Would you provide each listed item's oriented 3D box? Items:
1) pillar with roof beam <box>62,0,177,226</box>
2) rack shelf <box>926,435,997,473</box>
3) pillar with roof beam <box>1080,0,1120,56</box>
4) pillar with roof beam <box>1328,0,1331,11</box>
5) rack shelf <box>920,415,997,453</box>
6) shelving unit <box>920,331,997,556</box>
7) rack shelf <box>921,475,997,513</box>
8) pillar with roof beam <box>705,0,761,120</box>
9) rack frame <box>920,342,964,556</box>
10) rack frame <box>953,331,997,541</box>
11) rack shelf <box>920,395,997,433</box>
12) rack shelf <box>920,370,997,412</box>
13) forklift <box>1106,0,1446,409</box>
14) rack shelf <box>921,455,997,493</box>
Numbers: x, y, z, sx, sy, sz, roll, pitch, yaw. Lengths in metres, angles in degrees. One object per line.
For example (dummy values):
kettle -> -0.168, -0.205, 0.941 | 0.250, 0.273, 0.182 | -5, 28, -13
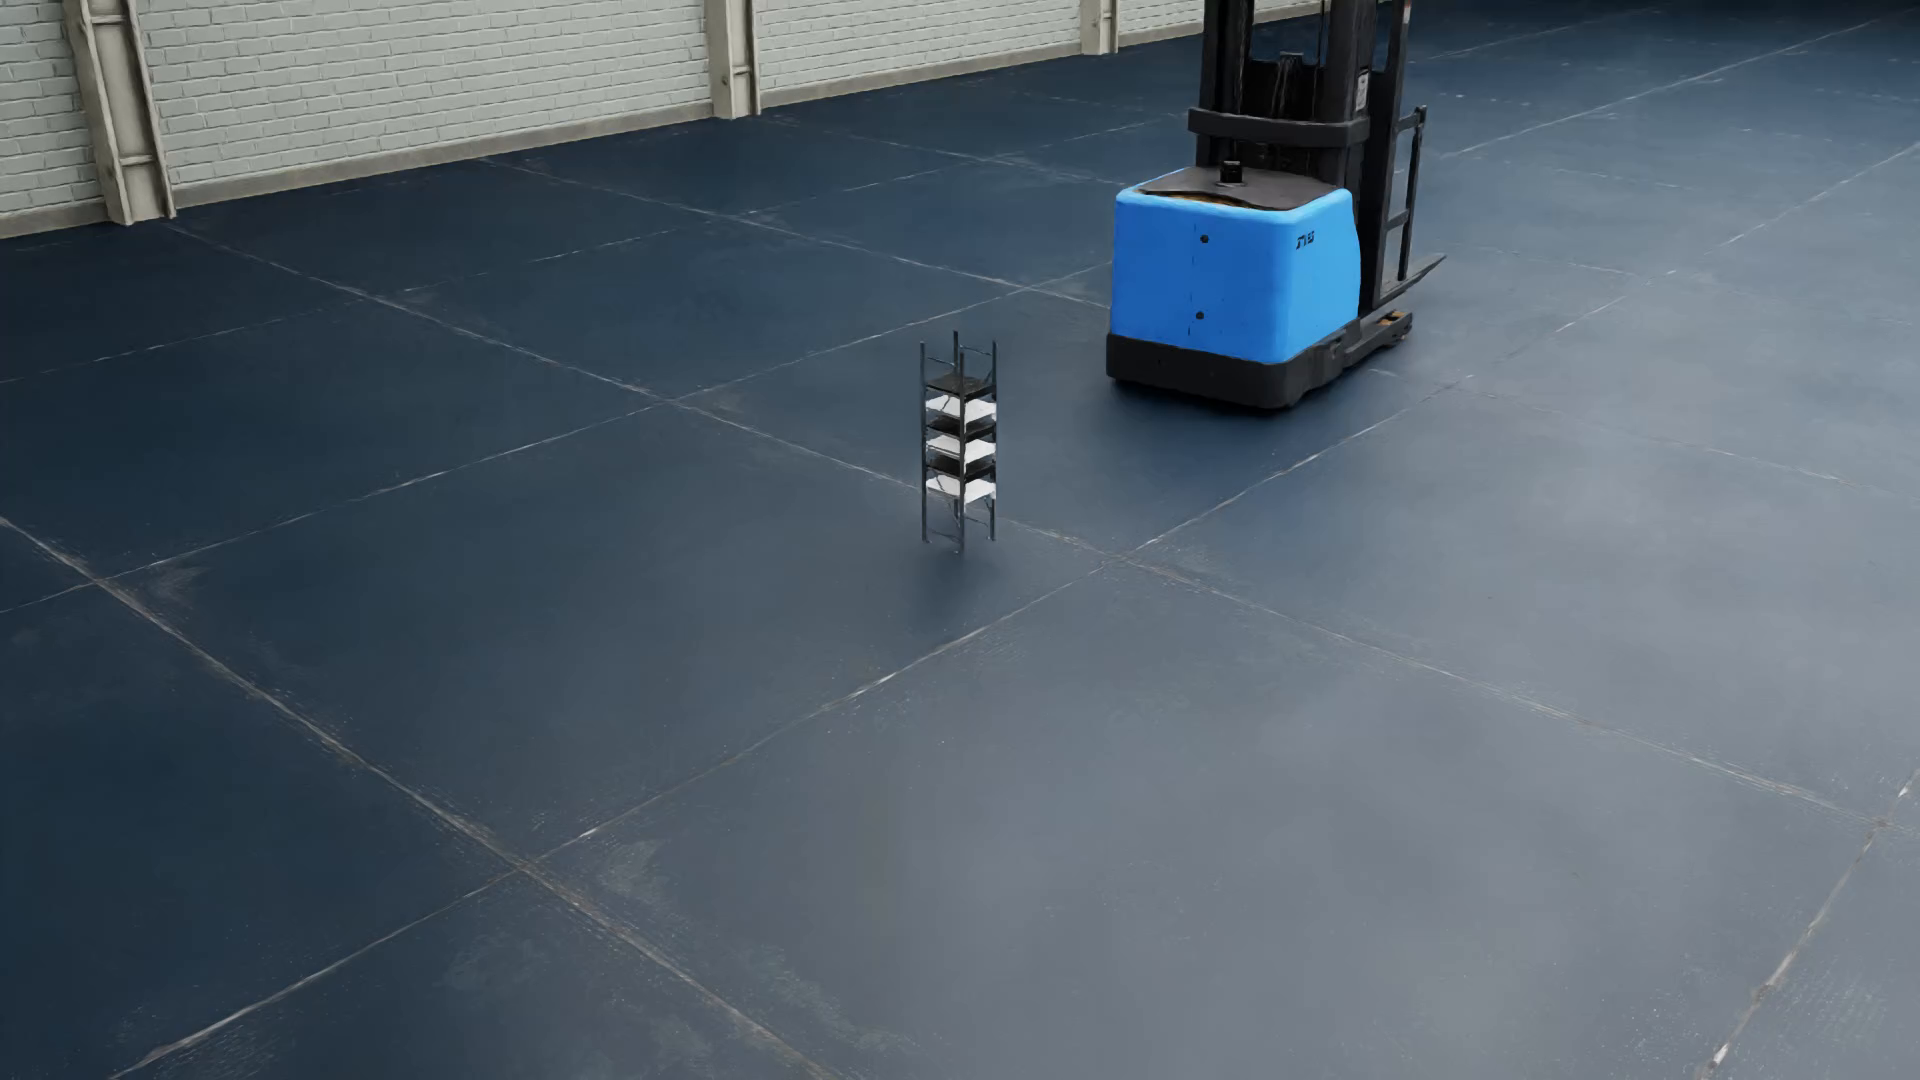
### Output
pillar with roof beam -> -3.058, -5.396, 8.285 | 9.100, 9.000, 0.400 | 20, 31, 38
rack shelf -> -0.005, -0.378, 7.074 | 0.258, 0.077, 0.200 | 20, 31, 38
pillar with roof beam -> 4.951, -9.052, 16.439 | 9.100, 9.000, 0.400 | 20, 31, 38
pillar with roof beam -> 8.955, -10.880, 20.517 | 9.100, 9.000, 0.400 | 20, 31, 38
rack shelf -> -0.005, -0.460, 7.037 | 0.258, 0.077, 0.200 | 20, 31, 38
shelving unit -> -0.005, -0.408, 7.060 | 0.258, 0.900, 0.210 | 20, 31, 38
rack shelf -> -0.005, -0.213, 7.148 | 0.258, 0.077, 0.200 | 20, 31, 38
pillar with roof beam -> 0.946, -7.224, 12.362 | 9.100, 9.000, 0.400 | 20, 31, 38
rack frame -> -0.073, -0.377, 6.991 | 0.240, 0.900, 0.006 | 20, 31, 38
rack frame -> 0.062, -0.439, 7.129 | 0.240, 0.900, 0.006 | 20, 31, 38
rack shelf -> -0.005, -0.542, 7.000 | 0.258, 0.077, 0.200 | 20, 31, 38
rack shelf -> -0.005, -0.624, 6.964 | 0.258, 0.077, 0.200 | 20, 31, 38
forklift -> 2.044, -2.565, 9.388 | 1.130, 2.935, 3.031 | 16, 28, 31
rack shelf -> -0.005, -0.296, 7.111 | 0.258, 0.077, 0.200 | 20, 31, 38
